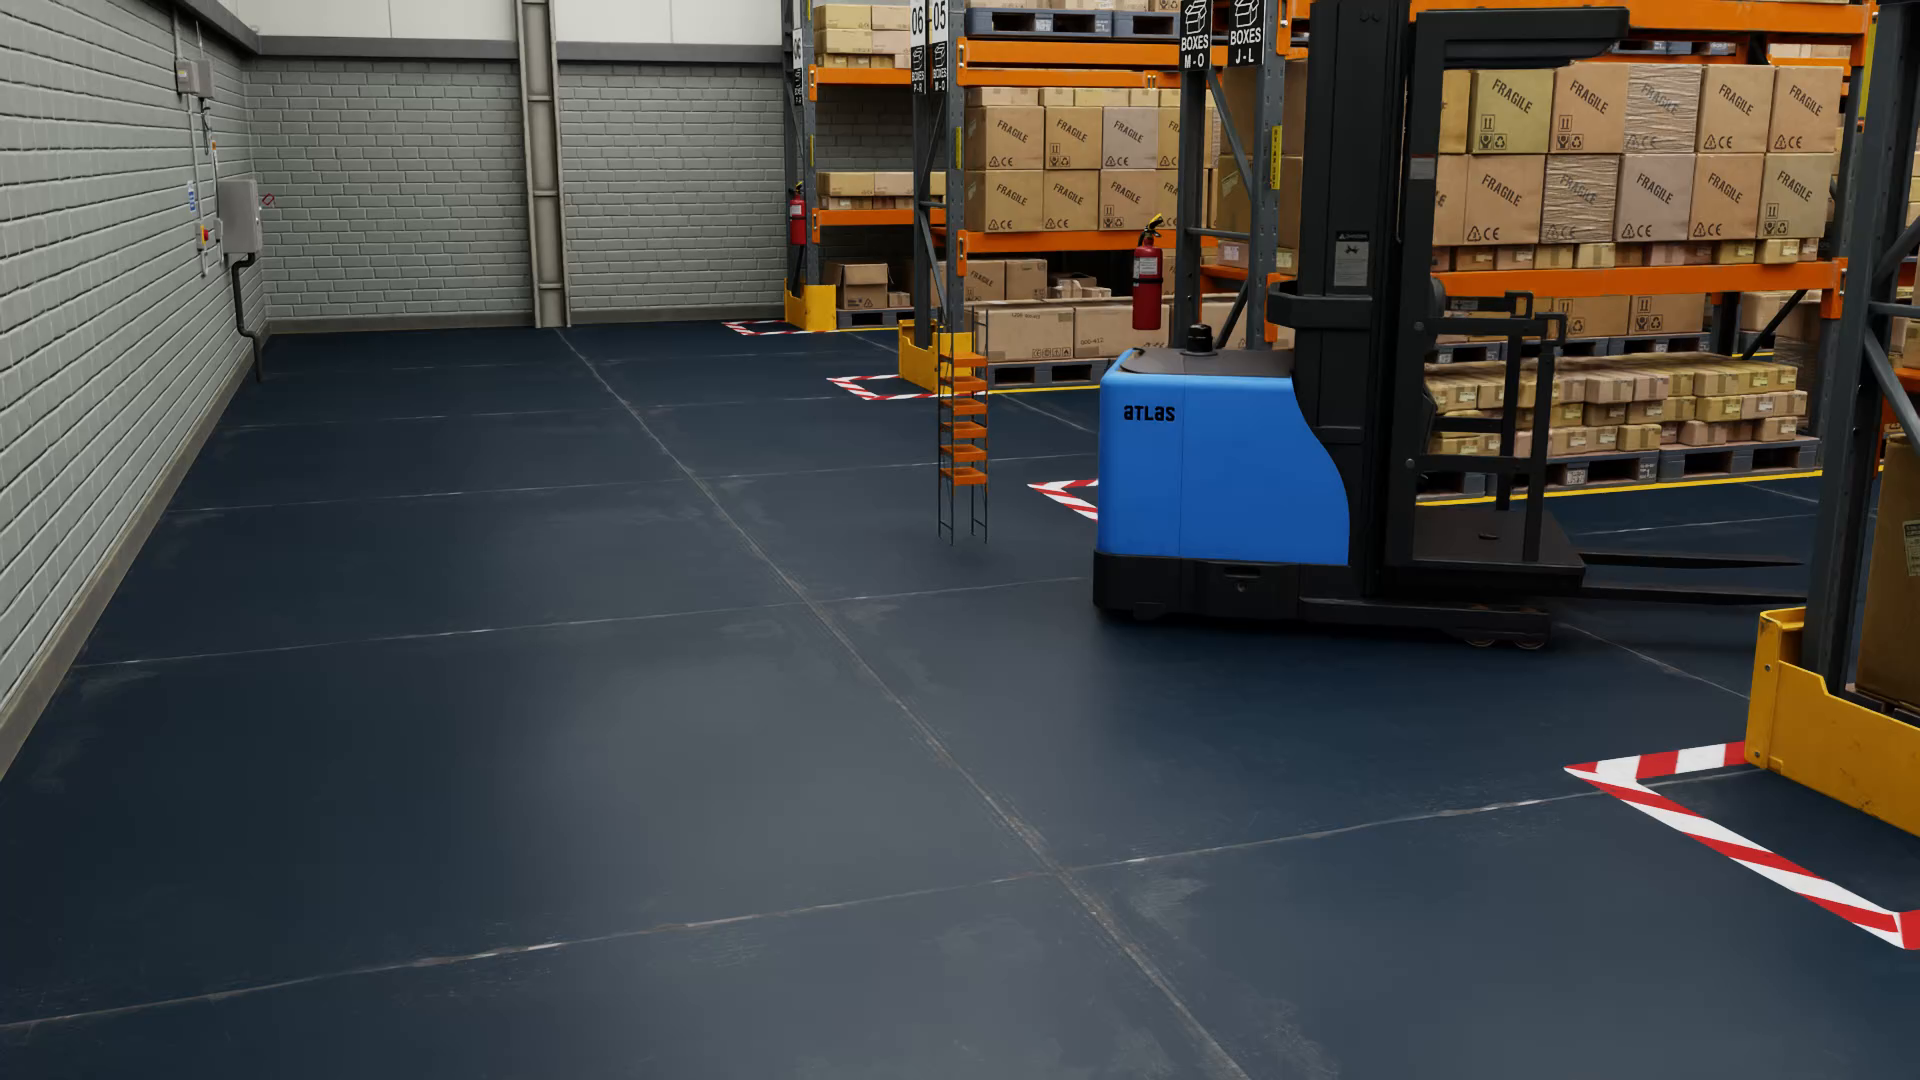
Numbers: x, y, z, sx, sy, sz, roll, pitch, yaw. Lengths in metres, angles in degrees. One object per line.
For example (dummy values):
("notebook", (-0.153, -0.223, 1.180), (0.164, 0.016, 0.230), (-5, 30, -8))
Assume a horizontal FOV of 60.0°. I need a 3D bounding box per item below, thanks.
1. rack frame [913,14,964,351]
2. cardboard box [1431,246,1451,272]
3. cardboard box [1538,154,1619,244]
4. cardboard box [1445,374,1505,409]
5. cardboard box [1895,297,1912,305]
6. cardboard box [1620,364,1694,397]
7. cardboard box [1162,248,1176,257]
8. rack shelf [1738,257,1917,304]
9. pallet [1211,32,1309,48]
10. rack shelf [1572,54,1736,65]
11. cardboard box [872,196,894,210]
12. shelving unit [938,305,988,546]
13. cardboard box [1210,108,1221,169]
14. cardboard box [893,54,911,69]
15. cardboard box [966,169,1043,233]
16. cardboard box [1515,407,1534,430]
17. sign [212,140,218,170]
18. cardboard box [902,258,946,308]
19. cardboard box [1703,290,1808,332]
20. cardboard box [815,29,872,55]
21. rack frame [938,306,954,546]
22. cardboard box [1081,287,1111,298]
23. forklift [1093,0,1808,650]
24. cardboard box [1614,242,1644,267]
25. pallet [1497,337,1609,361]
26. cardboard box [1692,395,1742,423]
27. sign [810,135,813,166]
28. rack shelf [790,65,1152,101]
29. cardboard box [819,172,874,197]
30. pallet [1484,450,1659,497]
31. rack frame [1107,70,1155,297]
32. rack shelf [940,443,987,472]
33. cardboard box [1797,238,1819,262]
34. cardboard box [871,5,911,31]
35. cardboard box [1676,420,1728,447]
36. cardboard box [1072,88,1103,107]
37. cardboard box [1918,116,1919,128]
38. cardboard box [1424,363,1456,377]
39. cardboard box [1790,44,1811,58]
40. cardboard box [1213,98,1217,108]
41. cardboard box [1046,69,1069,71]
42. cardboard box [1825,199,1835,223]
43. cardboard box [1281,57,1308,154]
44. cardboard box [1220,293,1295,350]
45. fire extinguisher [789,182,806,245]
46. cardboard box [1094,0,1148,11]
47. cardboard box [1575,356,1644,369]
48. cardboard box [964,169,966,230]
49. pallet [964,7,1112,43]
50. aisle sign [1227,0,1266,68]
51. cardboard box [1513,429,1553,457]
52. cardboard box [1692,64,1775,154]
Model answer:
("rack frame", (-0.184, -2.793, 13.903), (0.127, 3.000, 1.000), (-4, 14, -18))
("cardboard box", (2.604, -1.630, 9.555), (0.250, 0.149, 0.380), (-4, 14, -15))
("cardboard box", (3.452, -1.998, 9.702), (0.500, 0.500, 0.500), (-5, 14, -20))
("cardboard box", (3.072, -0.878, 9.819), (0.250, 0.149, 0.380), (-4, 14, -16))
("cardboard box", (6.398, -1.508, 11.376), (0.500, 0.250, 0.500), (-4, 14, -15))
("cardboard box", (4.293, -0.984, 10.265), (0.250, 0.149, 0.380), (-4, 14, -16))
("cardboard box", (2.445, -3.448, 19.751), (0.250, 0.149, 0.380), (-4, 14, -15))
("rack shelf", (7.177, -1.808, 11.315), (4.000, 0.370, 1.077), (-4, 14, -18))
("pallet", (2.828, -4.446, 14.563), (1.213, 0.211, 1.003), (-4, 14, -18))
("rack shelf", (5.502, -4.345, 15.500), (4.000, 0.370, 1.077), (-4, 14, -18))
("cardboard box", (-0.908, -3.779, 18.591), (0.250, 0.149, 0.380), (-5, 14, -19))
("shelving unit", (0.014, -0.585, 8.508), (0.189, 1.200, 0.258), (-4, 14, -18))
("cardboard box", (2.285, -3.453, 14.299), (0.500, 0.500, 0.500), (-4, 14, -17))
("cardboard box", (-0.637, -5.227, 18.196), (0.250, 0.149, 0.380), (-4, 14, -17))
("cardboard box", (0.362, -2.814, 13.775), (0.500, 0.500, 0.500), (-5, 14, -19))
("cardboard box", (3.293, -0.769, 10.005), (0.250, 0.149, 0.380), (-4, 14, -15))
("sign", (-6.231, -3.218, 13.903), (0.001, 0.242, 0.339), (-4, 14, -18))
("cardboard box", (-0.338, -2.948, 19.051), (0.500, 0.500, 0.700), (-4, 14, -16))
("cardboard box", (7.937, -2.349, 16.806), (0.625, 0.372, 0.950), (-5, 14, -22))
("cardboard box", (-1.263, -5.385, 18.000), (0.500, 0.250, 0.500), (-5, 14, -19))
("rack frame", (-0.073, -0.578, 8.480), (0.006, 1.200, 0.240), (-4, 14, -18))
("cardboard box", (1.586, -2.888, 19.557), (0.250, 0.149, 0.380), (-5, 14, -20))
("forklift", (2.143, -1.114, 6.992), (3.031, 2.935, 1.130), (3, 14, 11))
("cardboard box", (3.845, -1.719, 9.928), (0.250, 0.149, 0.380), (-5, 14, -19))
("pallet", (5.472, -1.896, 16.157), (1.213, 0.211, 1.003), (-4, 14, -18))
("cardboard box", (4.583, -0.833, 10.272), (0.250, 0.149, 0.380), (-5, 14, -20))
("sign", (-1.598, -4.183, 17.878), (0.005, 0.325, 0.100), (-4, 14, -18))
("rack shelf", (0.125, -5.138, 18.835), (4.000, 0.370, 1.077), (-4, 14, -18))
("cardboard box", (-1.255, -3.927, 18.353), (0.500, 0.250, 0.500), (-4, 14, -18))
("pallet", (3.498, -0.505, 10.310), (1.213, 0.211, 1.003), (-4, 14, -18))
("rack frame", (2.020, -4.177, 19.719), (0.127, 3.000, 1.000), (-4, 14, -18))
("rack shelf", (0.014, -0.425, 8.546), (0.180, 0.103, 0.258), (-4, 14, -18))
("cardboard box", (5.085, -1.815, 10.335), (0.250, 0.149, 0.380), (-5, 14, -19))
("cardboard box", (-0.782, -5.667, 18.103), (0.500, 0.250, 0.500), (-5, 14, -18))
("cardboard box", (4.515, -0.689, 10.311), (0.250, 0.149, 0.380), (-5, 14, -20))
("cardboard box", (0.993, -3.661, 13.775), (0.250, 0.149, 0.380), (-5, 14, -20))
("cardboard box", (9.922, -4.229, 16.772), (0.250, 0.149, 0.380), (-5, 14, -20))
("cardboard box", (2.875, -1.006, 10.359), (0.250, 0.149, 0.380), (-4, 14, -16))
("cardboard box", (7.993, -4.782, 16.073), (0.258, 0.266, 0.396), (-4, 14, -18))
("cardboard box", (2.185, -3.766, 14.214), (0.250, 0.149, 0.380), (-5, 14, -19))
("cardboard box", (1.049, -5.370, 18.797), (0.250, 0.149, 0.380), (-5, 14, -18))
("cardboard box", (5.595, -2.165, 10.897), (0.250, 0.149, 0.380), (-5, 14, -19))
("cardboard box", (2.000, -2.369, 9.103), (0.500, 0.500, 0.500), (-5, 14, -18))
("cardboard box", (2.977, -2.023, 15.296), (0.875, 0.438, 0.875), (-5, 14, -19))
("fire extinguisher", (-1.763, -3.550, 18.058), (0.183, 0.674, 0.296), (-4, 14, -18))
("cardboard box", (1.250, -4.561, 13.924), (0.500, 0.311, 0.500), (-4, 14, -17))
("cardboard box", (4.145, -1.076, 10.651), (0.250, 0.149, 0.380), (-5, 14, -20))
("cardboard box", (0.188, -2.935, 14.285), (0.500, 0.500, 0.500), (-4, 14, -18))
("pallet", (0.515, -4.266, 13.806), (1.213, 0.211, 1.003), (-4, 14, -18))
("aisle sign", (1.517, -2.908, 8.770), (0.004, 0.787, 0.394), (-4, 14, -18))
("cardboard box", (3.296, -0.592, 9.901), (0.250, 0.149, 0.380), (-5, 14, -21))
("cardboard box", (4.434, -2.556, 9.889), (0.500, 0.500, 0.500), (-5, 14, -20))
